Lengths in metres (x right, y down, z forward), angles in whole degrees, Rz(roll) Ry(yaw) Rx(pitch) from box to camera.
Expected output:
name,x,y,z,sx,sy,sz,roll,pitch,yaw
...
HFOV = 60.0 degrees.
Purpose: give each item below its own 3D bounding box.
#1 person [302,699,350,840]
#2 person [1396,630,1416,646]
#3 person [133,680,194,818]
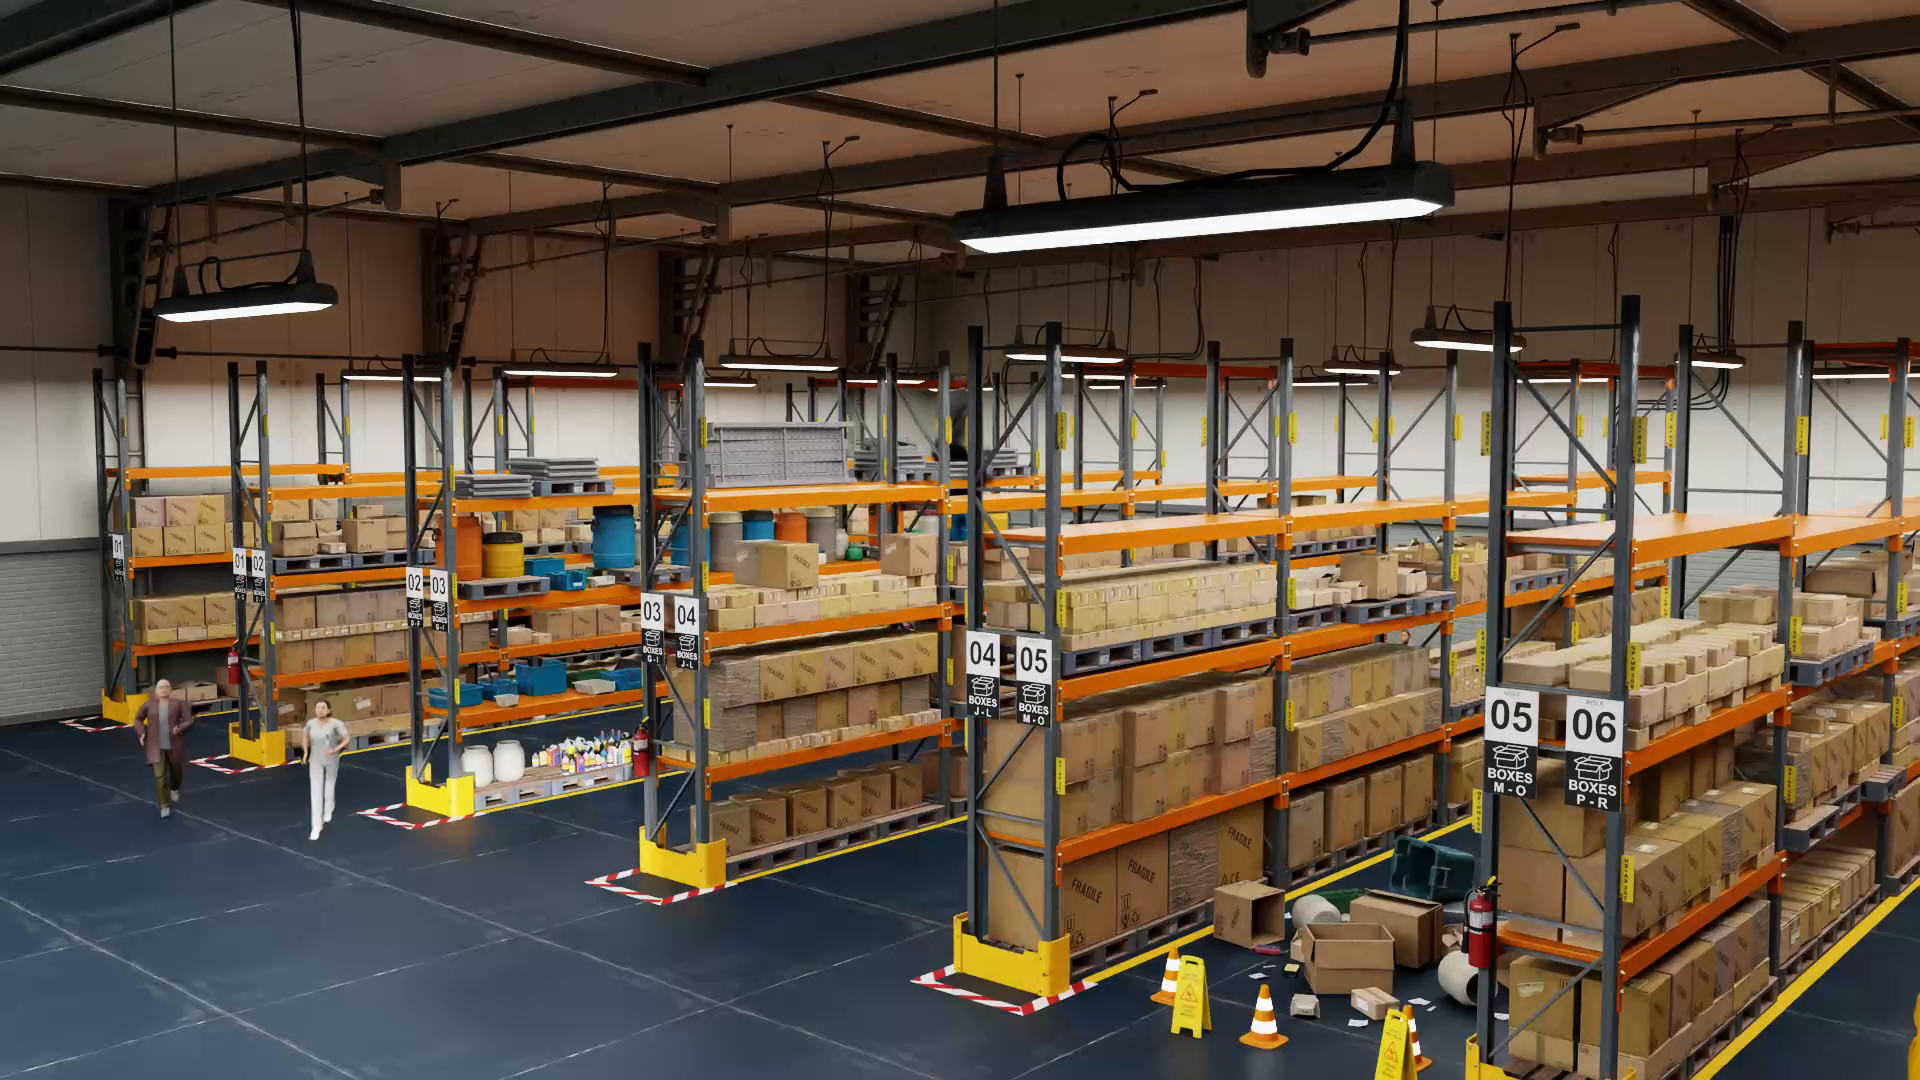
name,x,y,z,sx,sy,sz,roll,pitch,yaw
person,-7.907,2.810,20.757,0.579,1.687,0.859,-1,4,-13
person,7.517,2.325,28.072,0.615,1.619,0.646,2,5,28
person,-10.391,2.693,21.723,0.720,1.746,0.911,-2,5,-26
